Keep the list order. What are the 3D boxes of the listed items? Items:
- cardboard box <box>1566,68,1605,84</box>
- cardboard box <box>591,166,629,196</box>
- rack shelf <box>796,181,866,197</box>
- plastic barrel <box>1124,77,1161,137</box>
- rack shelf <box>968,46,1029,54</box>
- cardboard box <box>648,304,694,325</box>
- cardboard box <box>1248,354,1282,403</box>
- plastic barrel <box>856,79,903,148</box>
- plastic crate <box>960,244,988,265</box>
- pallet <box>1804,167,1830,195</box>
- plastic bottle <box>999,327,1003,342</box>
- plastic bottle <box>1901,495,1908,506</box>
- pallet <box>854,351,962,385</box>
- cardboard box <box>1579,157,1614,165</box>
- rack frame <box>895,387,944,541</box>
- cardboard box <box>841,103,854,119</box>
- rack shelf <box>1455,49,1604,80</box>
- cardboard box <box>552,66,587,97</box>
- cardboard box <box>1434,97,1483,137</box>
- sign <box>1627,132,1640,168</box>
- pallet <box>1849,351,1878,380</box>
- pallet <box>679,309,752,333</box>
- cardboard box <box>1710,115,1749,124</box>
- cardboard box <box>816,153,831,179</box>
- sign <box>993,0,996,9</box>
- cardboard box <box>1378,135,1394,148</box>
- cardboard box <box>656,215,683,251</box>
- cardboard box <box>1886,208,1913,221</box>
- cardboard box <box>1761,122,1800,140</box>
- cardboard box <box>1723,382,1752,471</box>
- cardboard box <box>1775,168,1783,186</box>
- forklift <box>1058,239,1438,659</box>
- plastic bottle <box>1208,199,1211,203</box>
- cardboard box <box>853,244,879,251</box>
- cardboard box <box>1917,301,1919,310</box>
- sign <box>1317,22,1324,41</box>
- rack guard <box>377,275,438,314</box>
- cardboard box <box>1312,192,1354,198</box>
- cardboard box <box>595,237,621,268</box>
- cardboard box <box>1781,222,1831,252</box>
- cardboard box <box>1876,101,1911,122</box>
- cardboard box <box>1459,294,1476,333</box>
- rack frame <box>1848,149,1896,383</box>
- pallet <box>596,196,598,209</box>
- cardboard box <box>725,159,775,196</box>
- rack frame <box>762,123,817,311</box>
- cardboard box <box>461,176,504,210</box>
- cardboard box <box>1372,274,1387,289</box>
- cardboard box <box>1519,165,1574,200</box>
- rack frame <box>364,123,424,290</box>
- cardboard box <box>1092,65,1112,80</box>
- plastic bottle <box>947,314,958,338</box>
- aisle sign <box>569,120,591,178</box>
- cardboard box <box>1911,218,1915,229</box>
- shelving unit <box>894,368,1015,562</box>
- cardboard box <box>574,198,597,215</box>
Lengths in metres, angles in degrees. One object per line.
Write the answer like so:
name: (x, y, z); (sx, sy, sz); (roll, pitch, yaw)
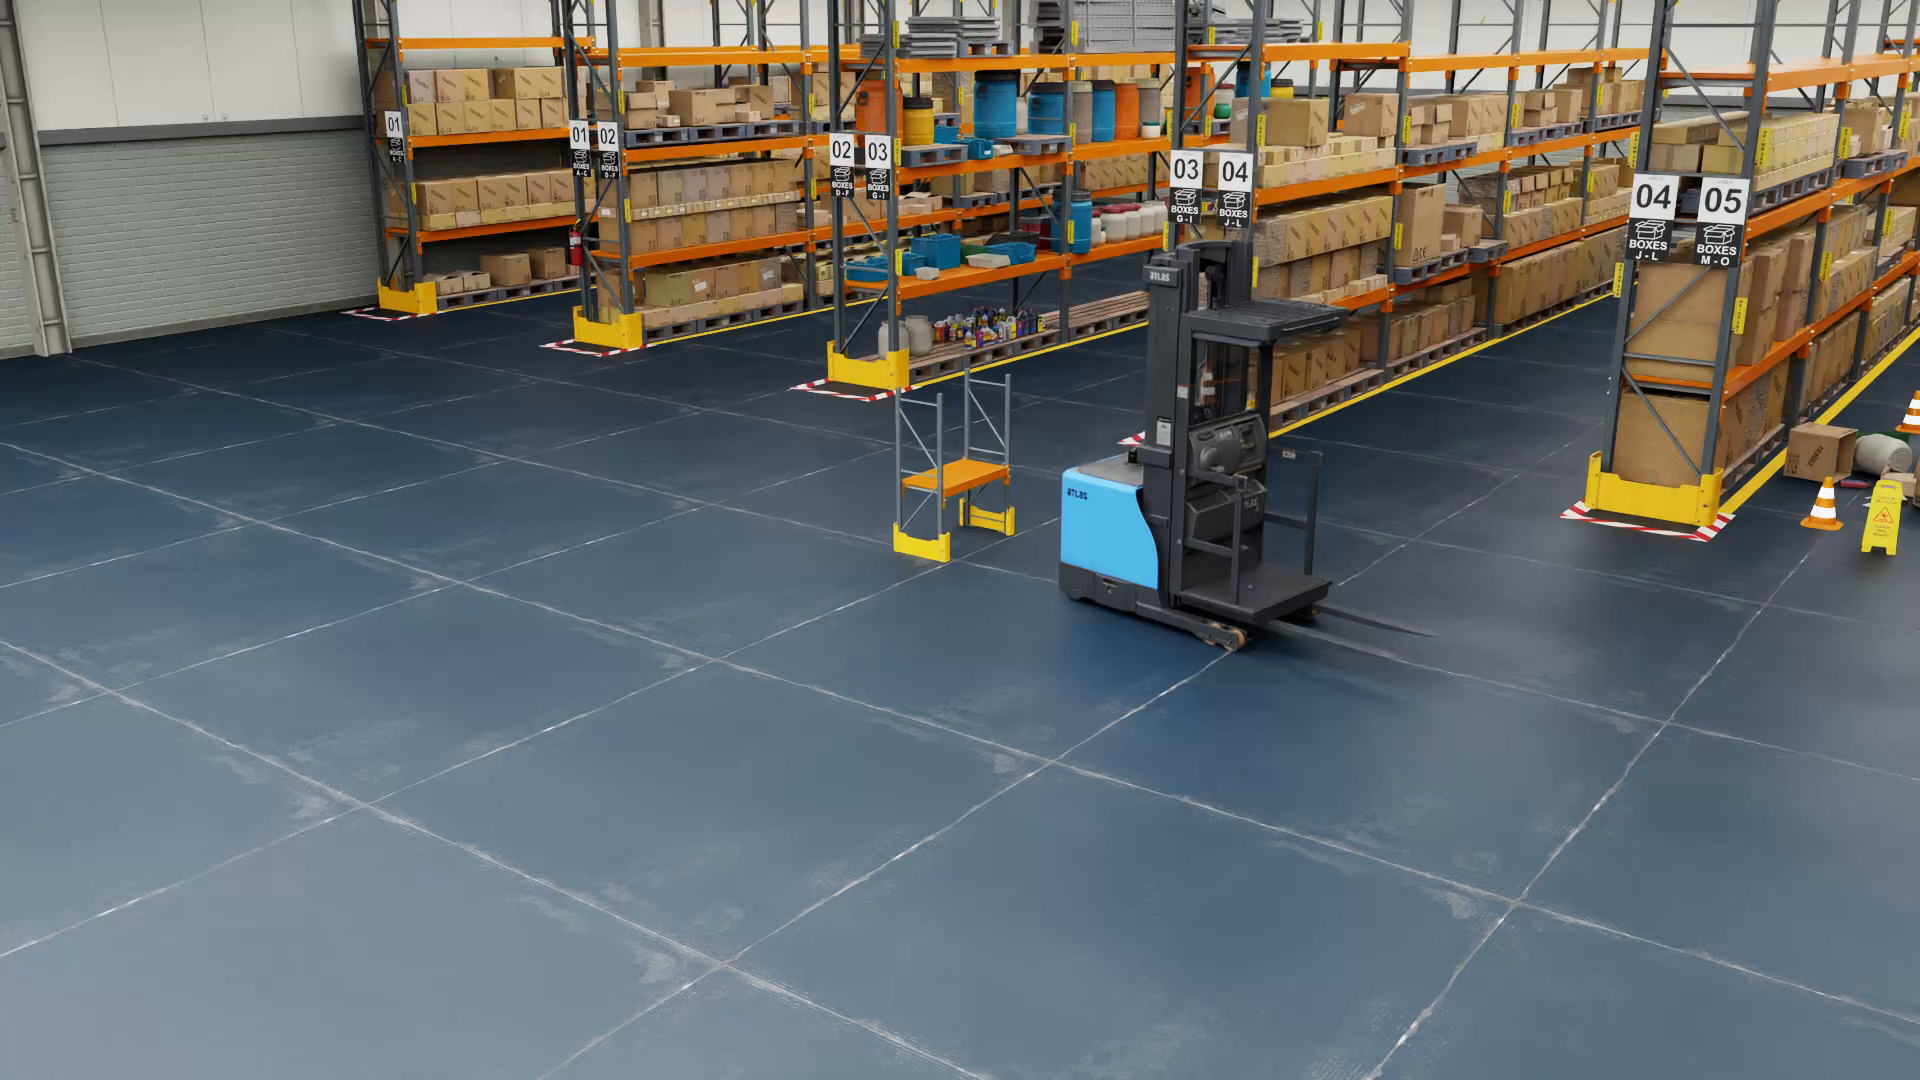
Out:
cardboard box: (10.478, -7.768, 27.839); (0.500, 0.250, 0.500); (11, 20, 31)
cardboard box: (-6.458, -6.552, 30.381); (0.700, 0.500, 0.500); (12, 21, 35)
rack shelf: (-3.213, -7.264, 34.798); (1.077, 0.370, 4.000); (12, 21, 35)
plastic barrel: (2.888, -6.896, 26.495); (0.600, 0.901, 0.600); (0, 17, 0)
rack shelf: (0.767, -9.064, 31.152); (1.077, 0.370, 4.000); (12, 21, 35)
cardboard box: (-4.398, -3.447, 25.222); (0.500, 0.250, 0.500); (12, 21, 35)
cardboard box: (3.477, -1.901, 19.822); (0.500, 0.500, 0.500); (-13, 22, -36)
plastic barrel: (-1.028, -5.452, 21.259); (0.600, 0.830, 0.708); (12, 21, 35)
plastic crate: (0.132, -4.054, 23.603); (0.450, 0.188, 0.662); (12, 21, 35)
pallet: (8.573, -3.850, 17.681); (1.003, 0.211, 1.213); (12, 21, 35)
plastic bottle: (0.561, -2.904, 23.521); (0.097, 0.201, 0.097); (0, 17, 0)
plastic bottle: (9.273, -0.404, 16.449); (0.133, 0.061, 0.283); (5, 18, 16)
pallet: (-0.720, -2.363, 22.503); (1.003, 0.211, 1.213); (12, 21, 35)
cardboard box: (11.495, -6.654, 30.106); (0.500, 0.500, 0.500); (12, 21, 33)
rack frame: (-0.354, -0.575, 14.572); (0.500, 1.500, 0.032); (12, 21, 35)
cardboard box: (-2.108, -7.142, 27.679); (0.500, 0.250, 0.500); (10, 20, 29)
rack shelf: (8.721, -7.313, 25.512); (1.077, 0.370, 4.000); (12, 21, 35)
cardboard box: (-6.869, -7.979, 28.940); (0.500, 0.500, 0.500); (10, 20, 30)
cardboard box: (6.842, -5.828, 22.889); (0.500, 0.500, 0.500); (13, 21, 36)
sign: (6.258, -3.617, 15.421); (0.100, 0.325, 0.005); (12, 21, 35)
pallet: (11.919, -2.459, 22.814); (1.003, 0.211, 1.213); (12, 21, 35)
pallet: (-4.042, -3.499, 26.161); (1.003, 0.211, 1.213); (12, 21, 35)
cardboard box: (7.973, -4.324, 17.262); (0.380, 0.149, 0.250); (13, 21, 35)
cardboard box: (-2.990, -7.768, 34.503); (0.500, 0.500, 0.500); (13, 22, 36)
sign: (0.789, -12.287, 37.934); (0.100, 0.325, 0.005); (12, 21, 35)
cardboard box: (5.184, -4.976, 20.738); (0.380, 0.149, 0.250); (13, 22, 36)
cardboard box: (-4.594, -4.634, 24.947); (0.700, 0.500, 0.500); (13, 22, 36)
cardboard box: (13.594, -4.728, 24.131); (0.380, 0.149, 0.250); (12, 21, 33)
cardboard box: (7.898, -3.967, 16.112); (0.380, 0.149, 0.250); (12, 21, 34)
cardboard box: (7.559, -1.269, 17.153); (0.875, 0.875, 0.875); (12, 21, 34)
cardboard box: (7.599, -3.467, 15.844); (0.380, 0.149, 0.250); (13, 21, 35)
forklift: (2.216, -0.733, 12.669); (3.031, 2.935, 1.130); (16, 24, 42)
plastic bottle: (4.369, -5.834, 29.177); (0.061, 0.283, 0.133); (12, 21, 35)
cardboard box: (-1.584, -5.092, 29.572); (0.500, 0.311, 0.500); (12, 21, 33)
cardboard box: (15.051, -3.743, 26.345); (0.380, 0.149, 0.250); (12, 21, 33)
sign: (6.375, -9.001, 29.415); (0.100, 0.325, 0.005); (12, 21, 35)
rack guard: (-9.127, -4.051, 27.451); (1.175, 0.500, 0.348); (12, 21, 35)
cardboard box: (4.673, -4.158, 21.226); (0.500, 0.500, 0.500); (12, 21, 35)
cardboard box: (-6.363, -5.374, 30.969); (0.700, 0.500, 0.500); (13, 22, 37)
cardboard box: (9.665, -3.420, 19.351); (0.700, 0.500, 0.500); (12, 21, 34)
cardboard box: (12.222, -5.622, 21.778); (0.396, 0.266, 0.258); (12, 21, 35)
cardboard box: (7.146, -3.359, 24.482); (0.700, 0.500, 0.500); (11, 20, 32)
rack frame: (11.452, -3.605, 21.802); (1.000, 3.000, 0.127); (12, 21, 35)
pallet: (-6.216, -6.244, 30.621); (1.003, 0.211, 1.213); (12, 21, 35)
cardboard box: (-3.367, -5.744, 26.334); (0.700, 0.500, 0.500); (12, 21, 35)
rack frame: (-2.808, -5.305, 27.274); (1.000, 3.000, 0.127); (12, 21, 35)
cardboard box: (-8.031, -5.821, 27.891); (0.500, 0.500, 0.500); (12, 21, 33)
cardboard box: (5.254, -3.330, 21.339); (0.380, 0.149, 0.250); (12, 21, 35)
cardboard box: (9.538, -5.832, 27.111); (0.797, 0.503, 0.637); (12, 21, 33)
rack frame: (-9.172, -5.226, 27.022); (1.000, 3.000, 0.127); (12, 21, 35)
cardboard box: (2.630, -9.384, 33.499); (0.700, 0.500, 0.500); (12, 21, 35)
plastic bottle: (-0.123, -3.064, 23.783); (0.144, 0.351, 0.185); (13, 22, 37)
aisle sign: (-5.466, -5.630, 23.937); (0.394, 0.787, 0.004); (12, 21, 35)
cardboard box: (13.757, -4.651, 24.383); (0.380, 0.149, 0.250); (13, 22, 36)
shelving unit: (-0.045, -0.698, 14.969); (0.587, 1.500, 1.083); (12, 21, 35)
cardboard box: (-6.827, -5.951, 29.573); (0.500, 0.250, 0.500); (12, 21, 35)
